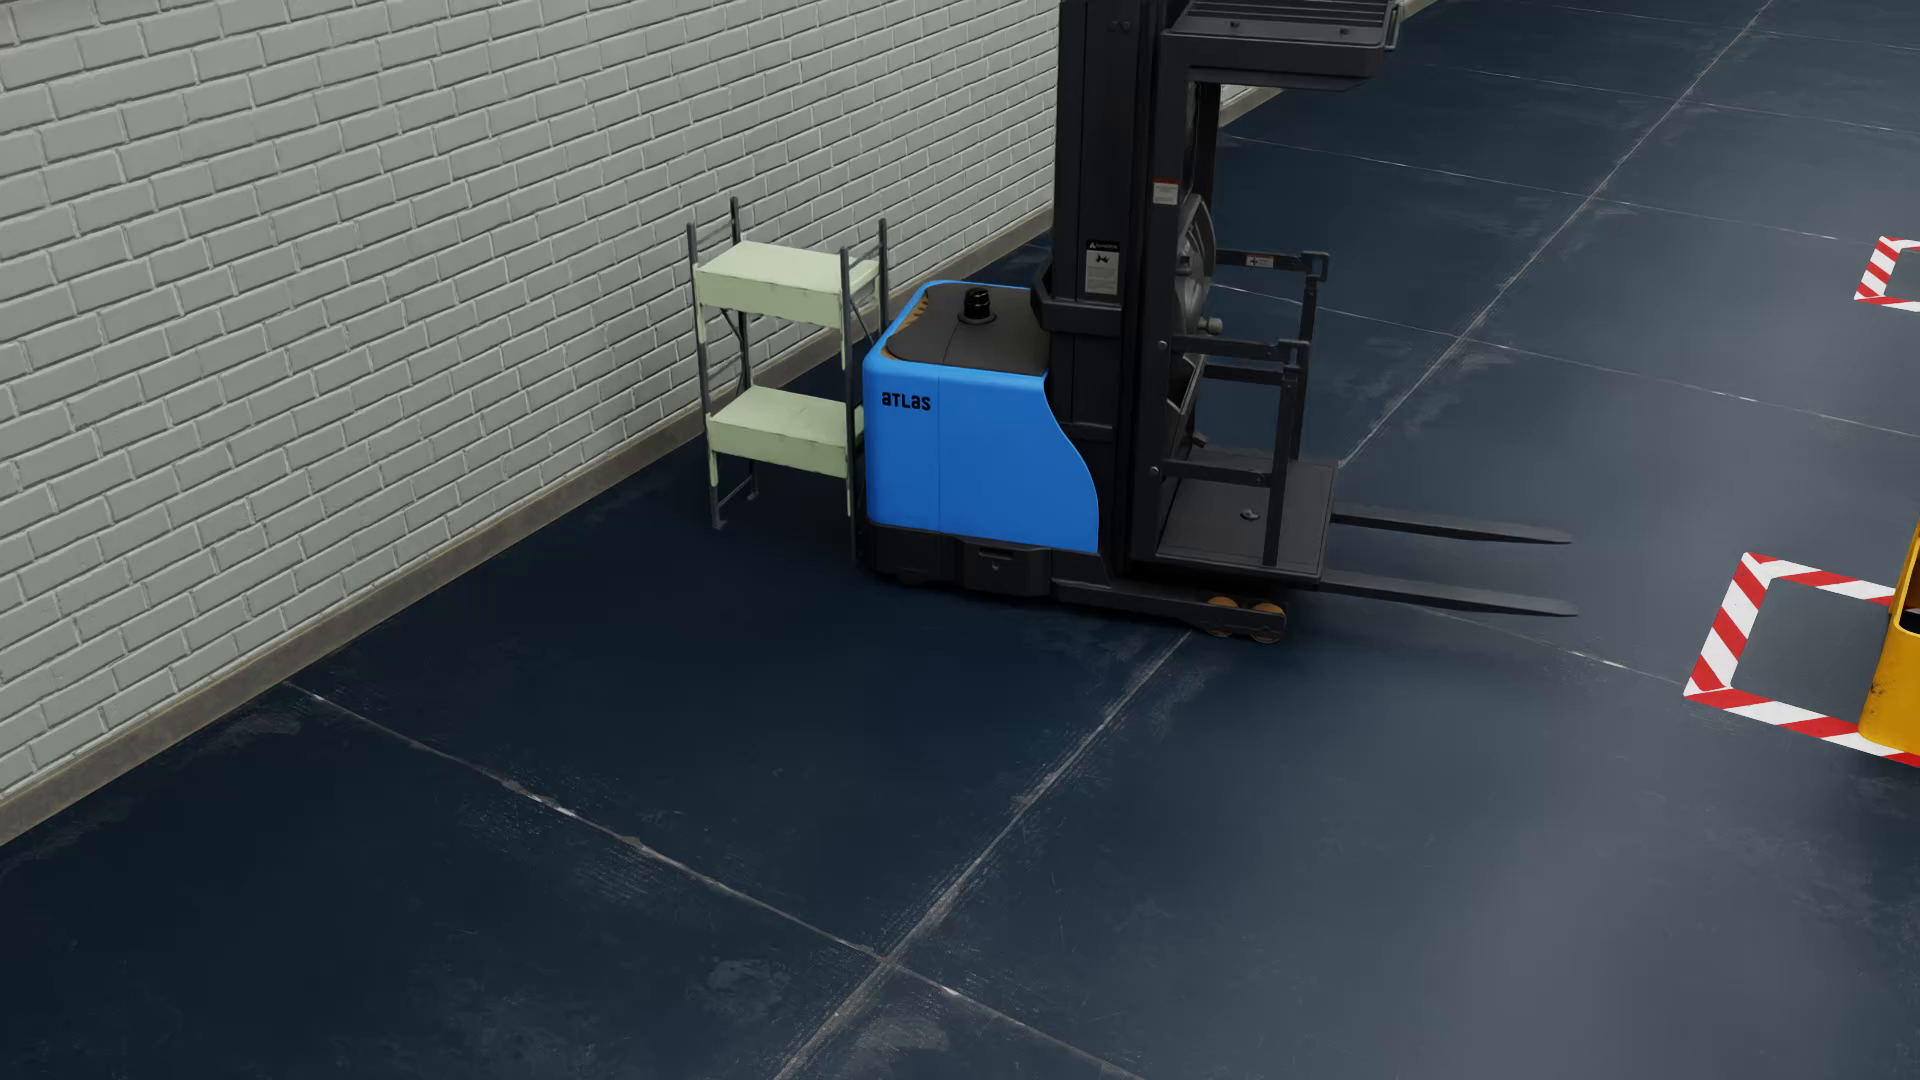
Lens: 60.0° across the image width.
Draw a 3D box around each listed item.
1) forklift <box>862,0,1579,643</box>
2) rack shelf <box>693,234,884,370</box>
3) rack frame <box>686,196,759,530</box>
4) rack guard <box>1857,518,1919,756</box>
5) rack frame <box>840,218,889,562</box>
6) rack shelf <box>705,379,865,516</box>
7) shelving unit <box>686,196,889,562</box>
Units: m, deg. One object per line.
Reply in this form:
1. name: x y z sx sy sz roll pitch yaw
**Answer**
1. forklift: 1.151 -1.129 6.777 3.031 2.935 1.130 8 31 13
2. rack shelf: -0.740 -1.051 7.289 0.720 0.370 0.431 12 32 20
3. rack frame: -1.076 -0.787 7.611 0.023 1.500 0.400 12 32 20
4. rack guard: 3.925 0.344 6.664 0.348 0.500 1.175 18 35 27
5. rack frame: -0.404 -0.641 7.360 0.023 1.500 0.400 12 32 20
6. rack shelf: -0.740 -0.433 7.650 0.720 0.370 0.431 12 32 20
7. shelving unit: -0.740 -0.714 7.486 0.755 1.500 0.431 12 32 20
